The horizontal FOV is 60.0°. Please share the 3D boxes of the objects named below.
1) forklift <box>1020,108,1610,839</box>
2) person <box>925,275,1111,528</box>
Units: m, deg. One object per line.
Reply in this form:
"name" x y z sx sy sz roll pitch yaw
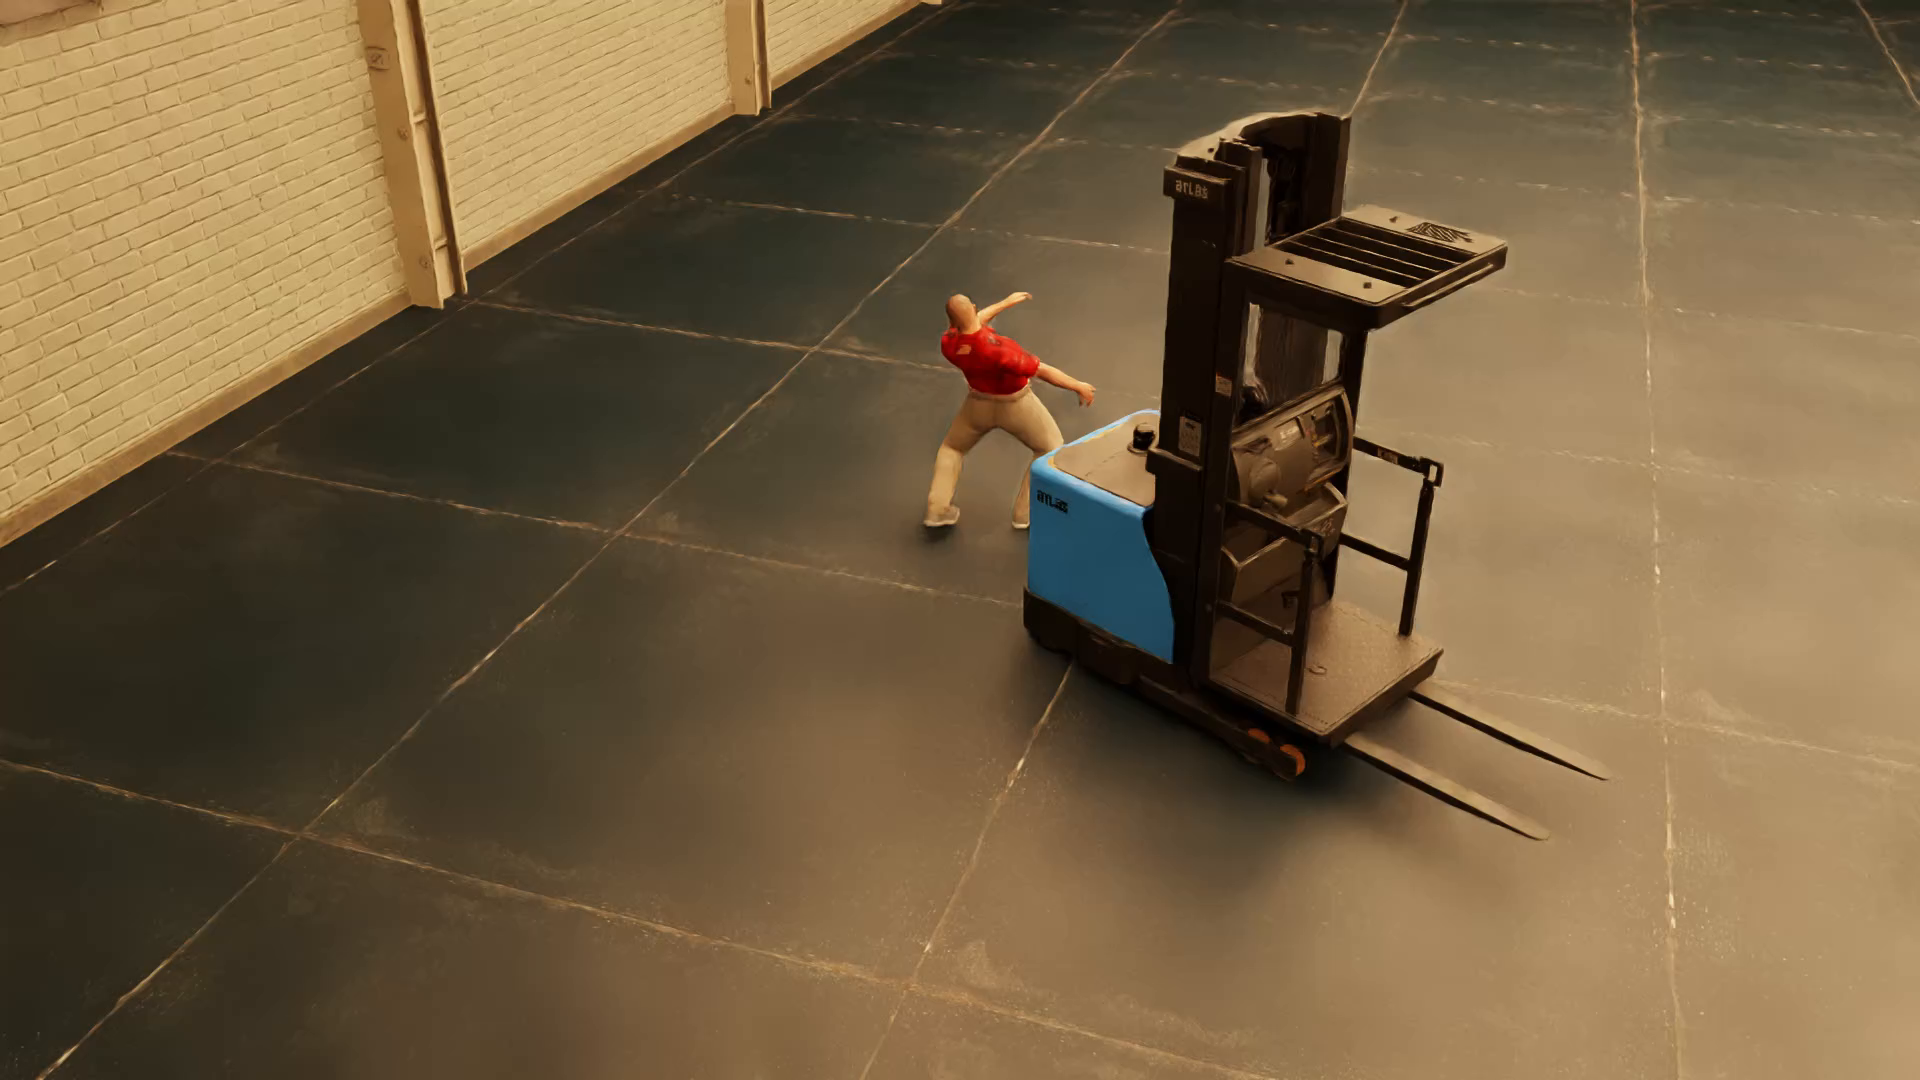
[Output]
"forklift" 1.728 -0.412 7.859 1.130 2.935 3.031 -26 39 -38
"person" 0.377 -0.788 9.948 1.032 1.487 0.759 8 31 14
